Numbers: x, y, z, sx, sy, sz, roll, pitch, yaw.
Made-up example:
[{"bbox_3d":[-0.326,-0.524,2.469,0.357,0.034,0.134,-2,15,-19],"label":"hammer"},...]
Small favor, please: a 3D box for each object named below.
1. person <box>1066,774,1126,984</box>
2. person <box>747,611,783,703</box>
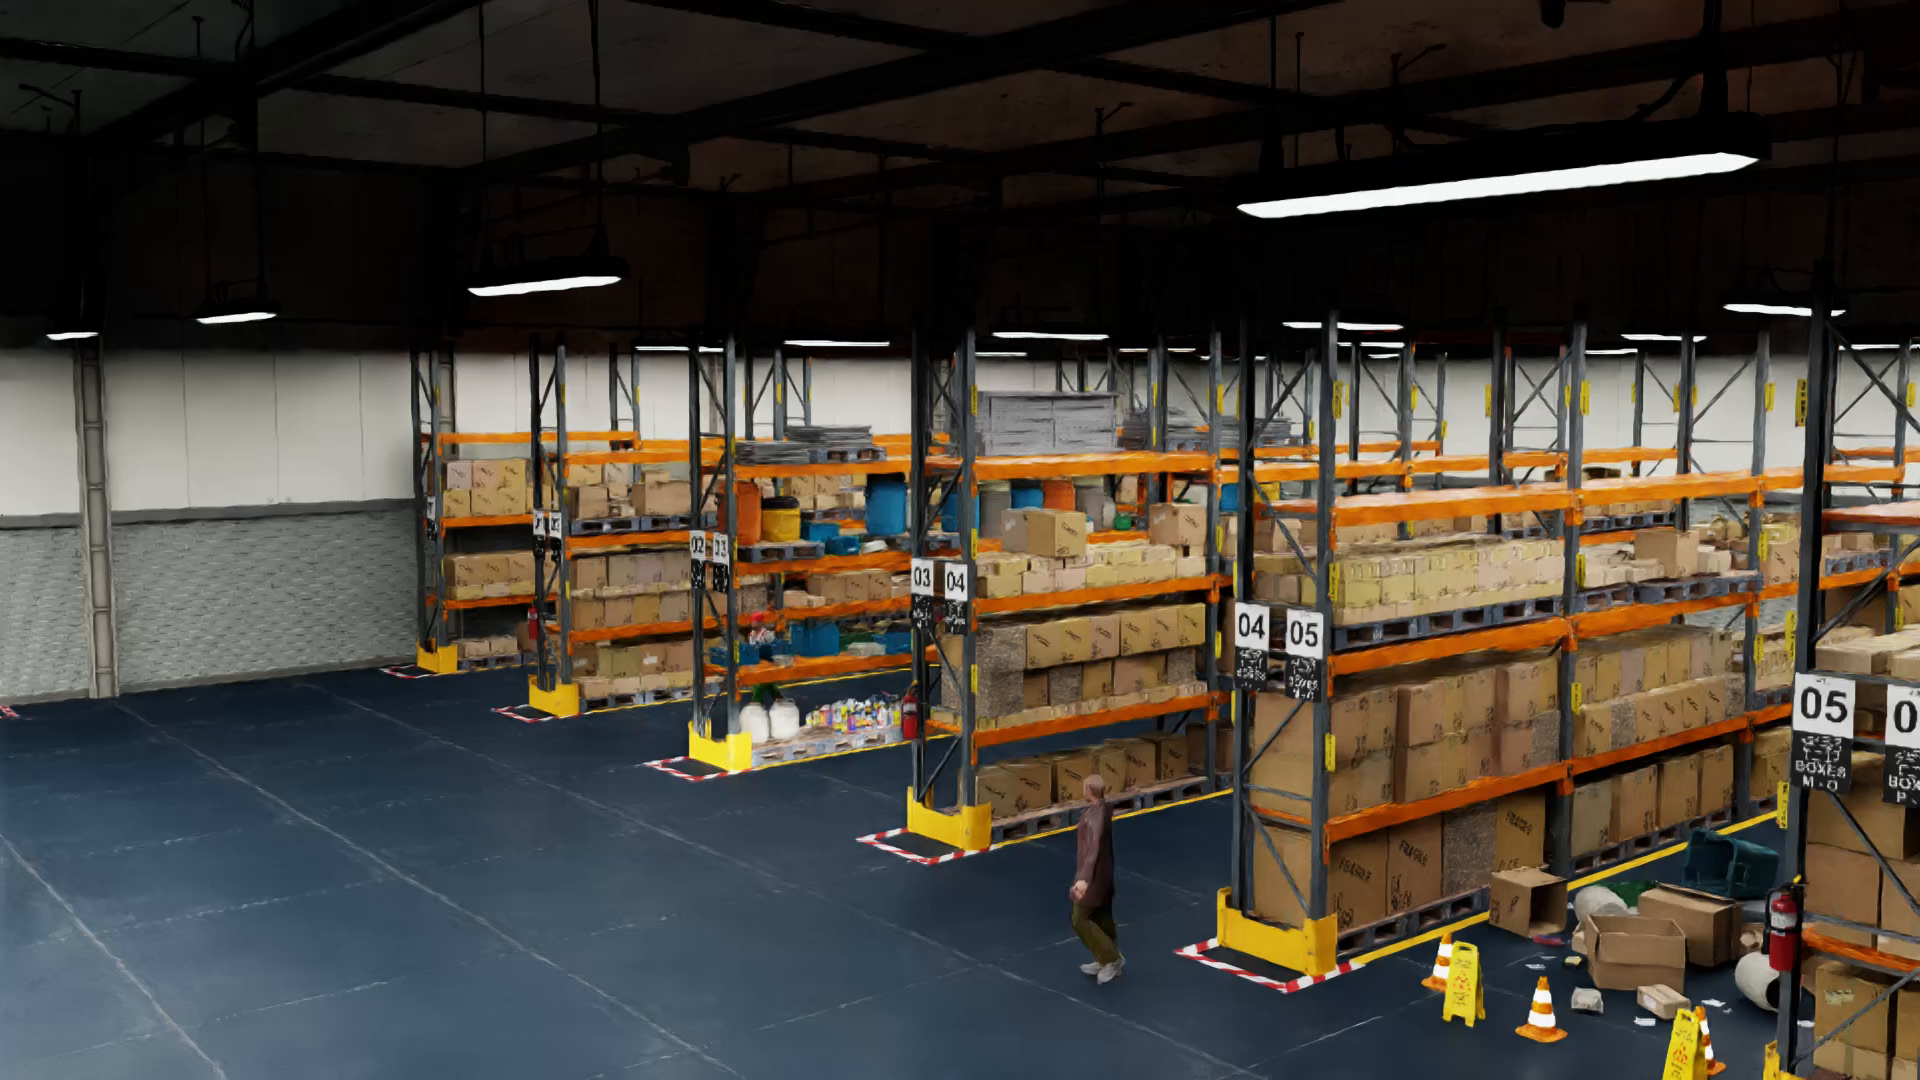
[{"bbox_3d":[1.208,2.933,14.472,0.528,1.771,0.747,1,5,14],"label":"person"},{"bbox_3d":[-3.079,1.935,25.499,1.116,1.705,0.557,-5,7,-41],"label":"person"}]
